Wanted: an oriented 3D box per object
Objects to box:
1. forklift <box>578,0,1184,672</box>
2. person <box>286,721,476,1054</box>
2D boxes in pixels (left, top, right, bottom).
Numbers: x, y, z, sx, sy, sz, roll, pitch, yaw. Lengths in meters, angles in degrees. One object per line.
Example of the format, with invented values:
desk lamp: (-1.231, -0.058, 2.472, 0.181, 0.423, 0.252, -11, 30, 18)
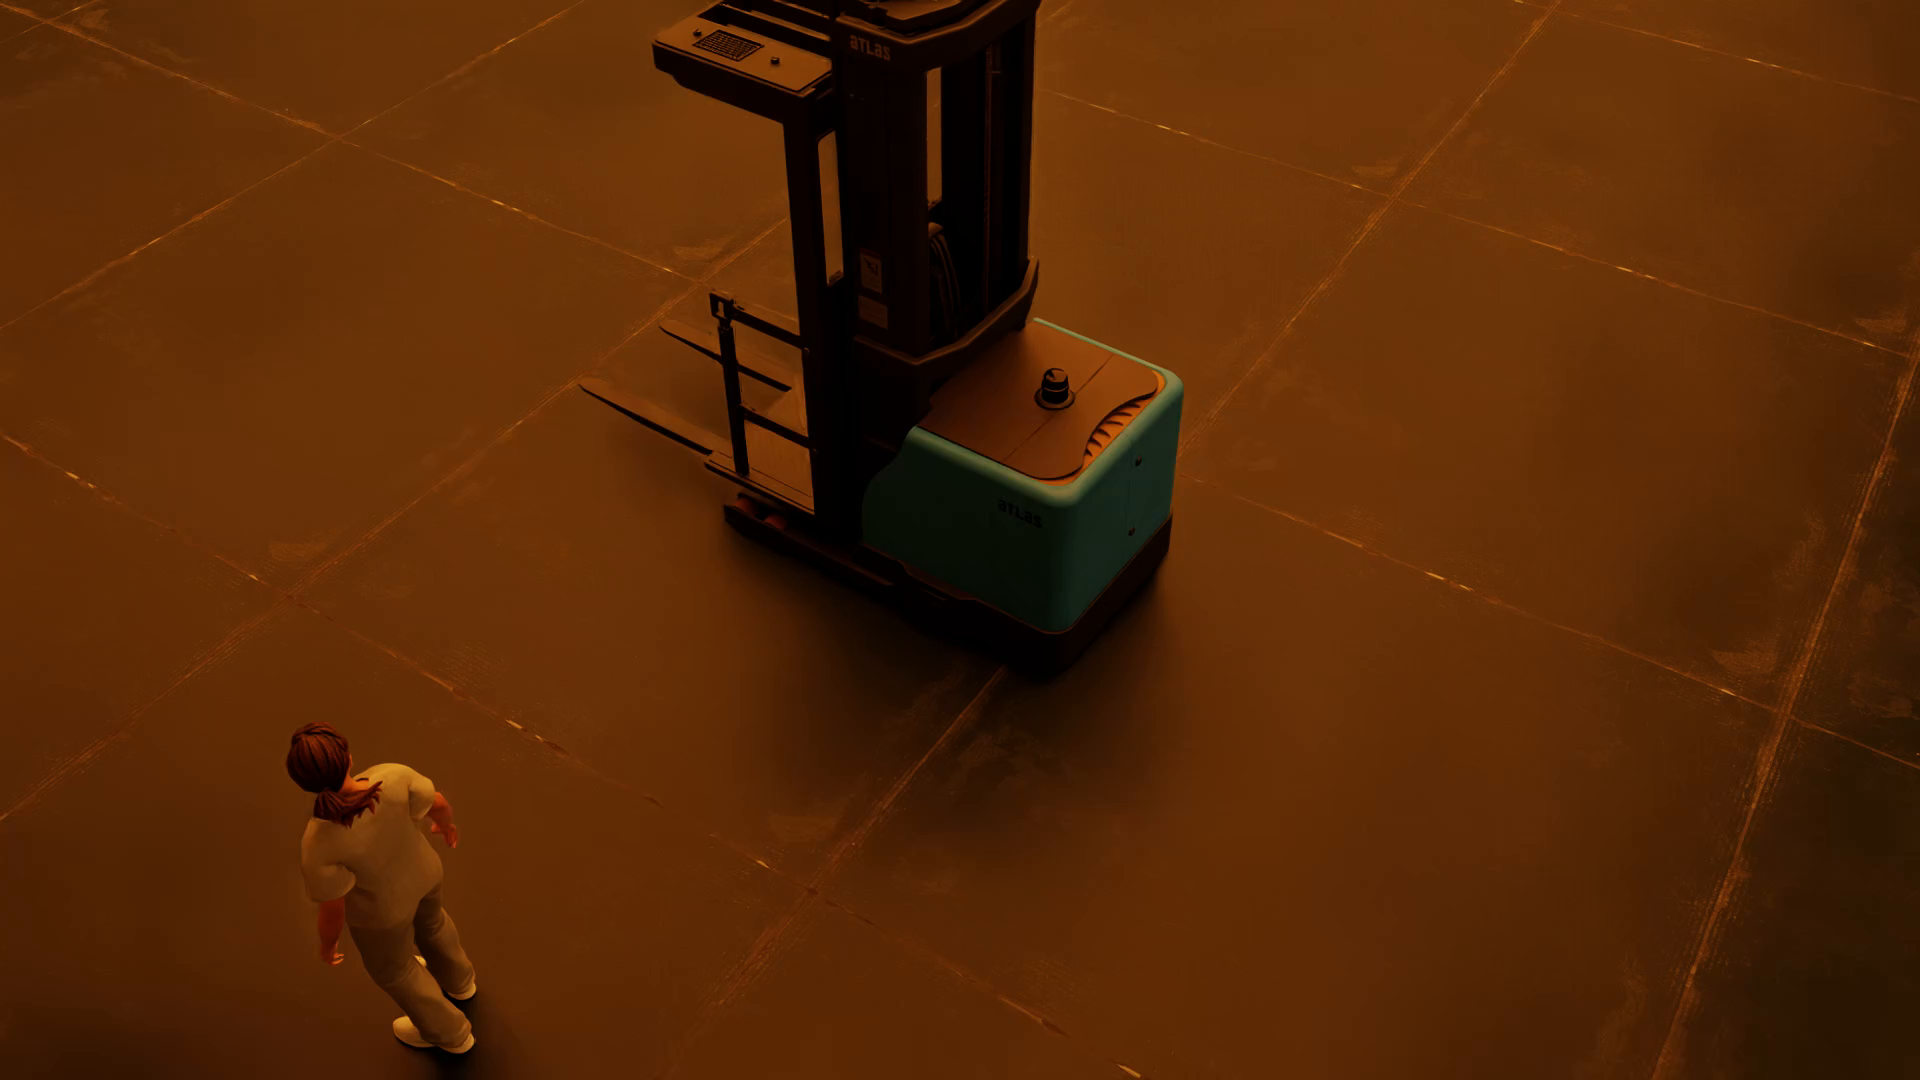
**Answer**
forklift: (-0.520, -1.297, 7.217, 3.031, 2.935, 1.130, 26, 49, 24)
person: (-1.941, 1.146, 5.559, 0.446, 1.667, 0.607, 19, 47, 19)
